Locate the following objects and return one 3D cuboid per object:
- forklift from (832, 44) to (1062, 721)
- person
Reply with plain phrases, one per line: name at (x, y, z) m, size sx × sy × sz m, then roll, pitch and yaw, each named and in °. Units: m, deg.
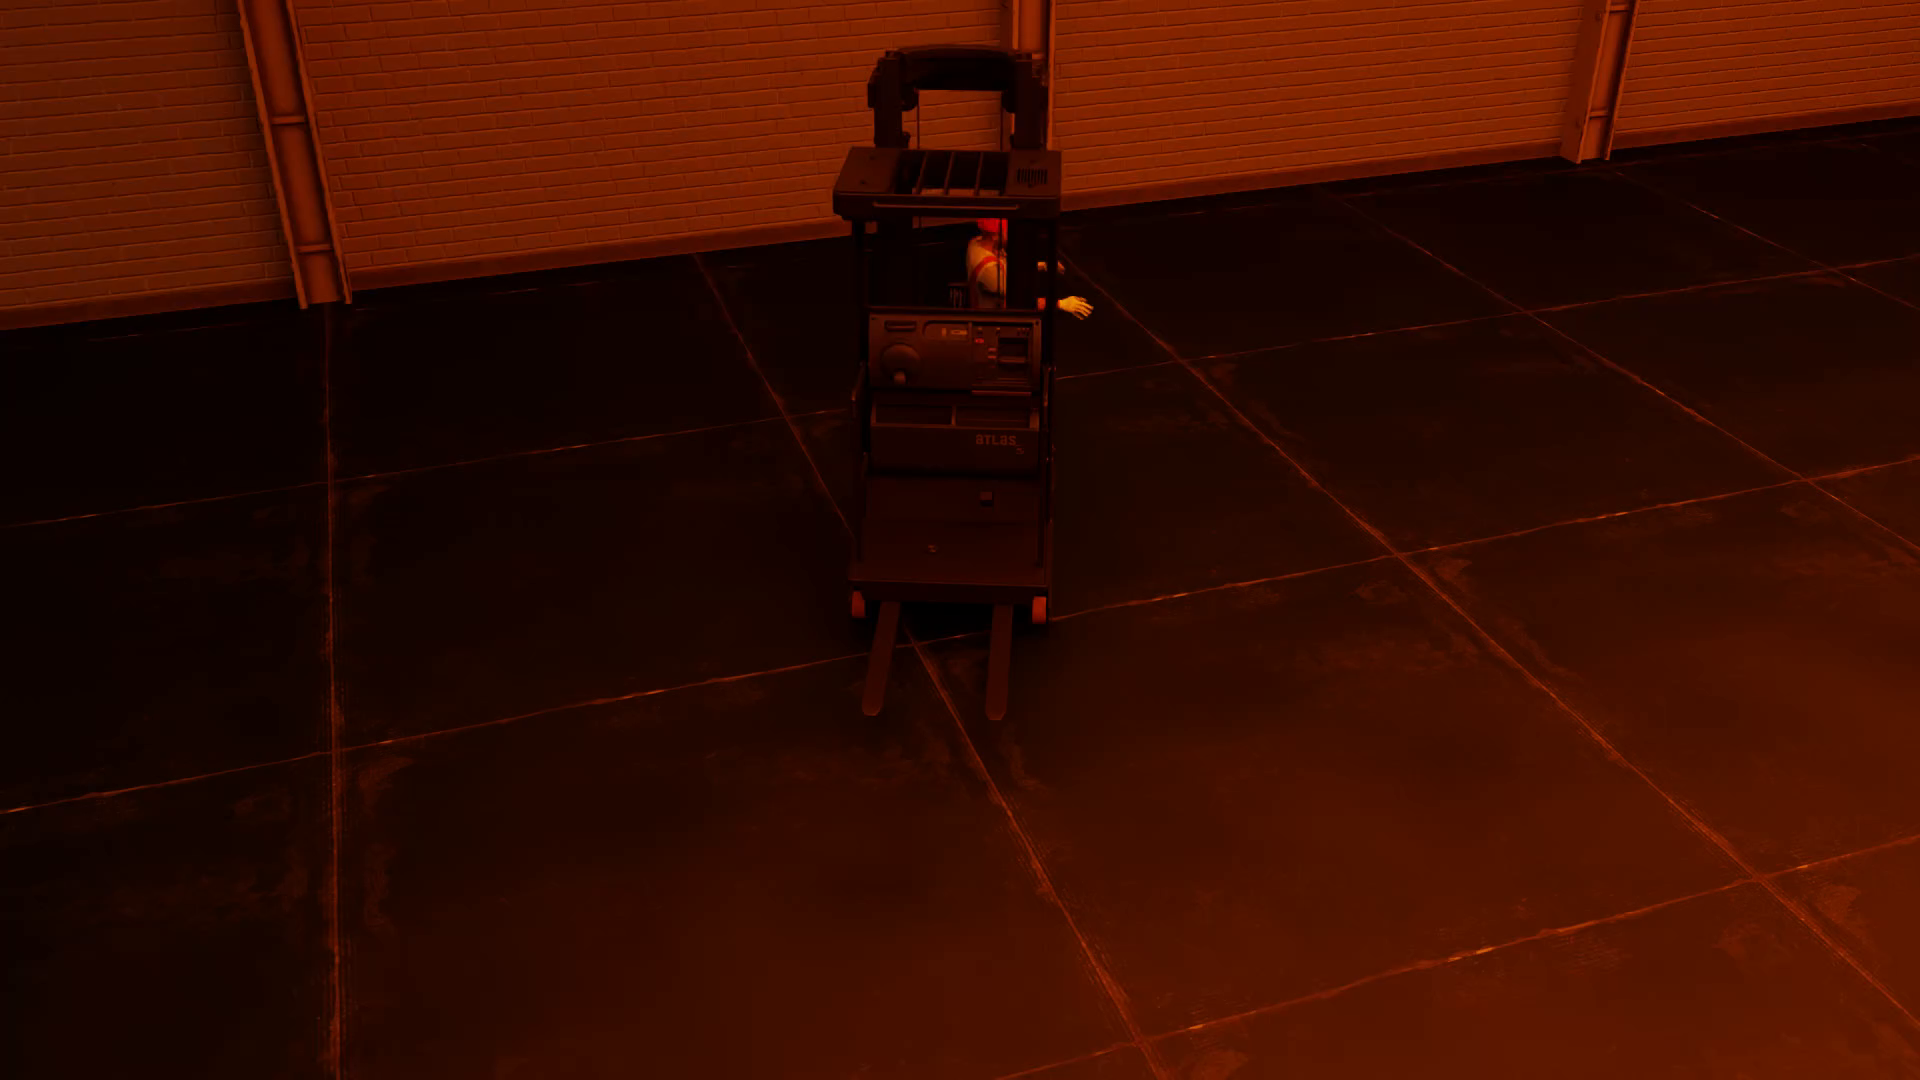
forklift at (-0.039, -0.967, 8.767) m, size 1.130 × 2.935 × 3.031 m, roll 2°, pitch 30°, yaw 3°
person at (0.427, -1.447, 10.957) m, size 0.769 × 1.607 × 0.817 m, roll -3°, pitch 30°, yaw -5°
